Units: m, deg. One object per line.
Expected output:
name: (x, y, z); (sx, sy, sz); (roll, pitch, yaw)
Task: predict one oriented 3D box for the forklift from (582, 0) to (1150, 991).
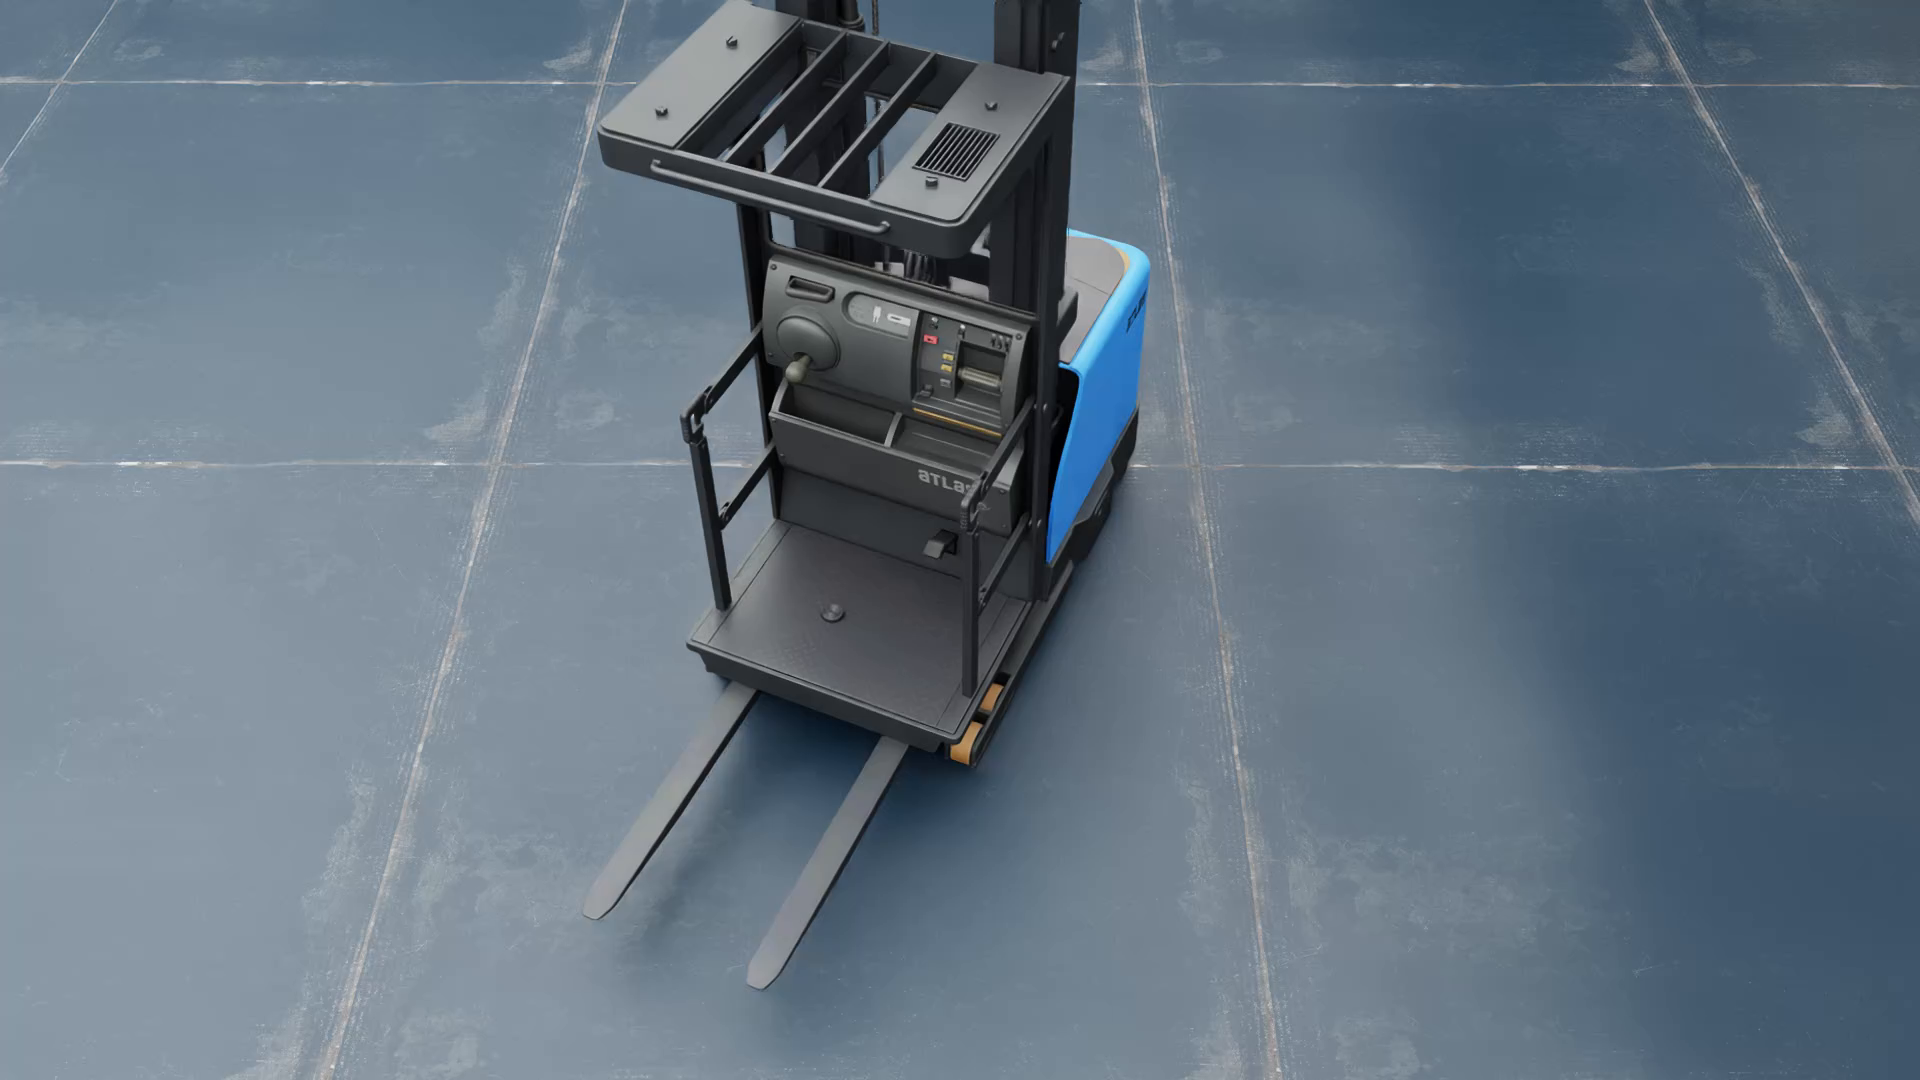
forklift: (-0.310, -0.546, 5.336); (1.130, 2.935, 3.031); (18, 50, 16)
